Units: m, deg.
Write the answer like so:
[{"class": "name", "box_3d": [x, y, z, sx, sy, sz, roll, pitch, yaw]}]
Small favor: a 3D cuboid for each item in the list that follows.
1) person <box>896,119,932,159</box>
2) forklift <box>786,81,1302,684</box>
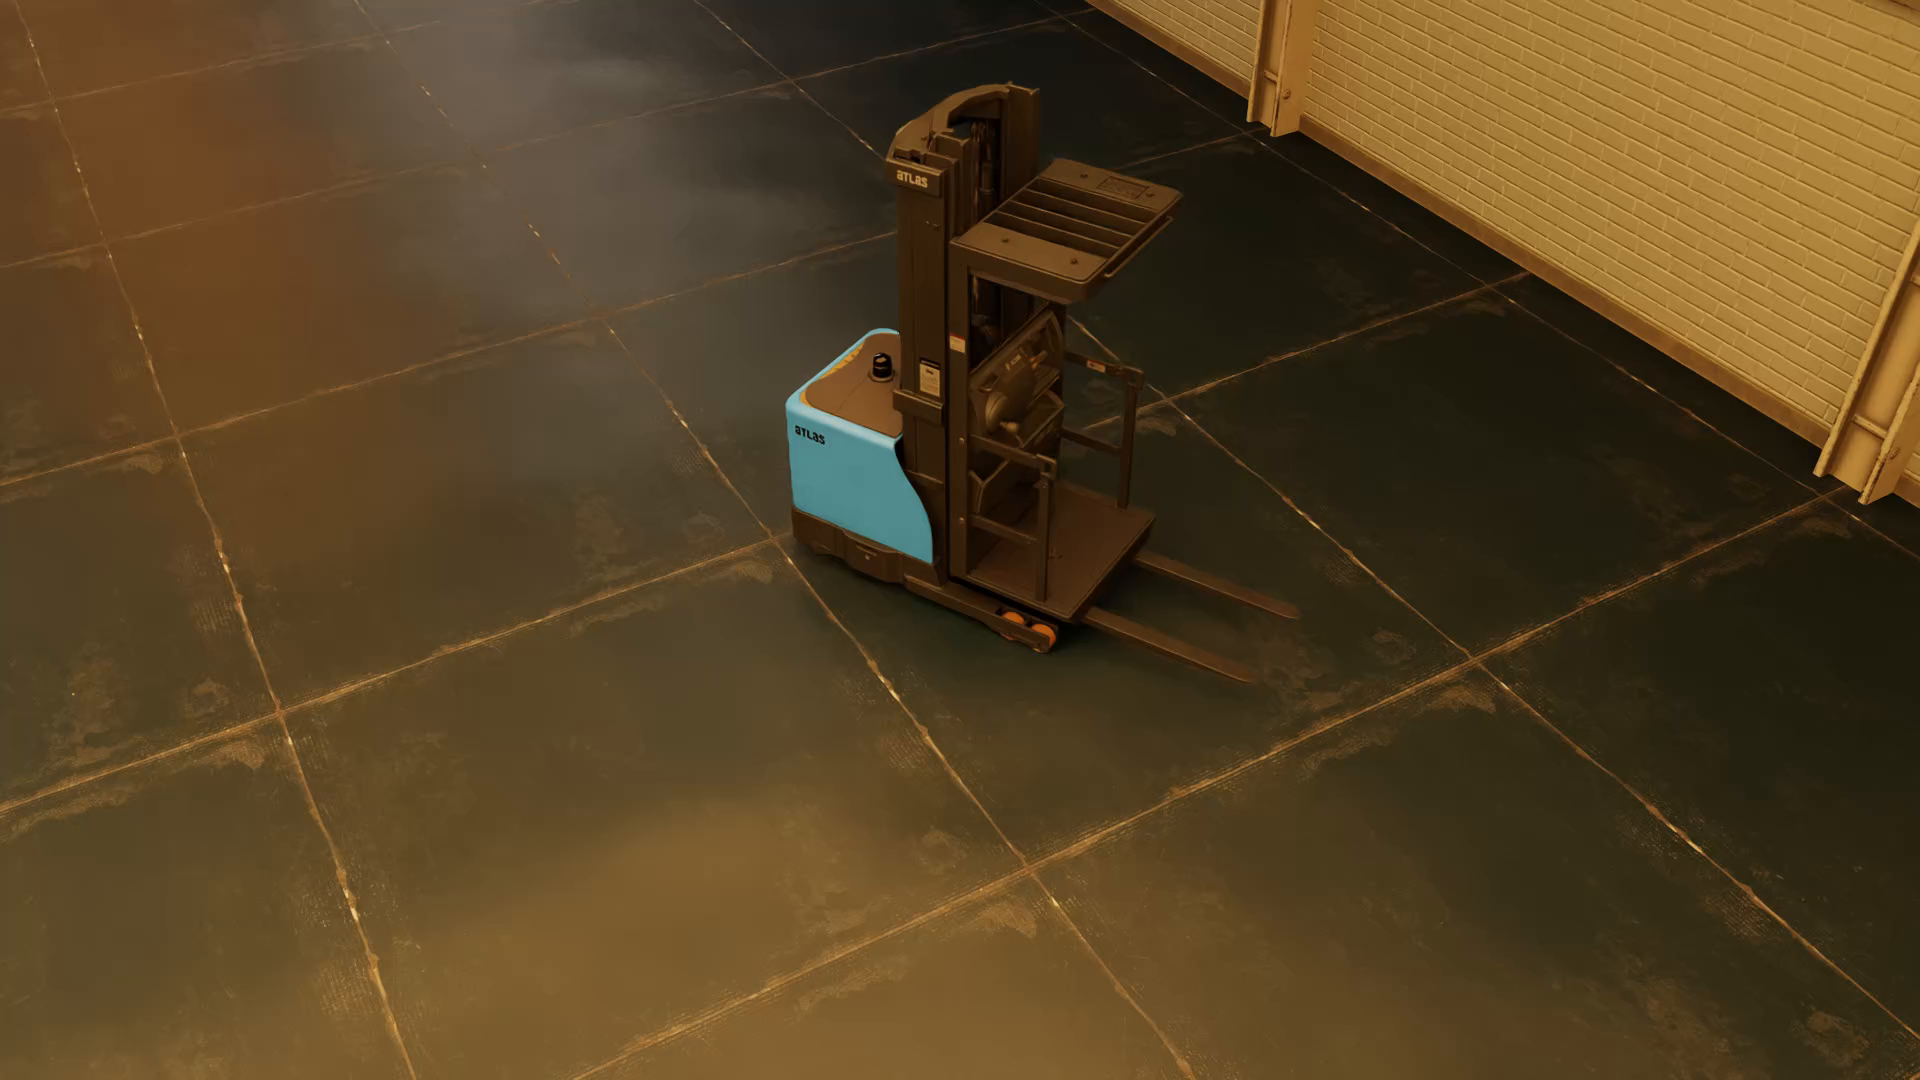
[{"class": "person", "box_3d": [-0.169, -2.123, 11.561, 0.519, 1.697, 0.594, -4, 40, -5]}, {"class": "forklift", "box_3d": [0.492, -0.871, 9.086, 3.031, 2.935, 1.130, 22, 44, 24]}]
